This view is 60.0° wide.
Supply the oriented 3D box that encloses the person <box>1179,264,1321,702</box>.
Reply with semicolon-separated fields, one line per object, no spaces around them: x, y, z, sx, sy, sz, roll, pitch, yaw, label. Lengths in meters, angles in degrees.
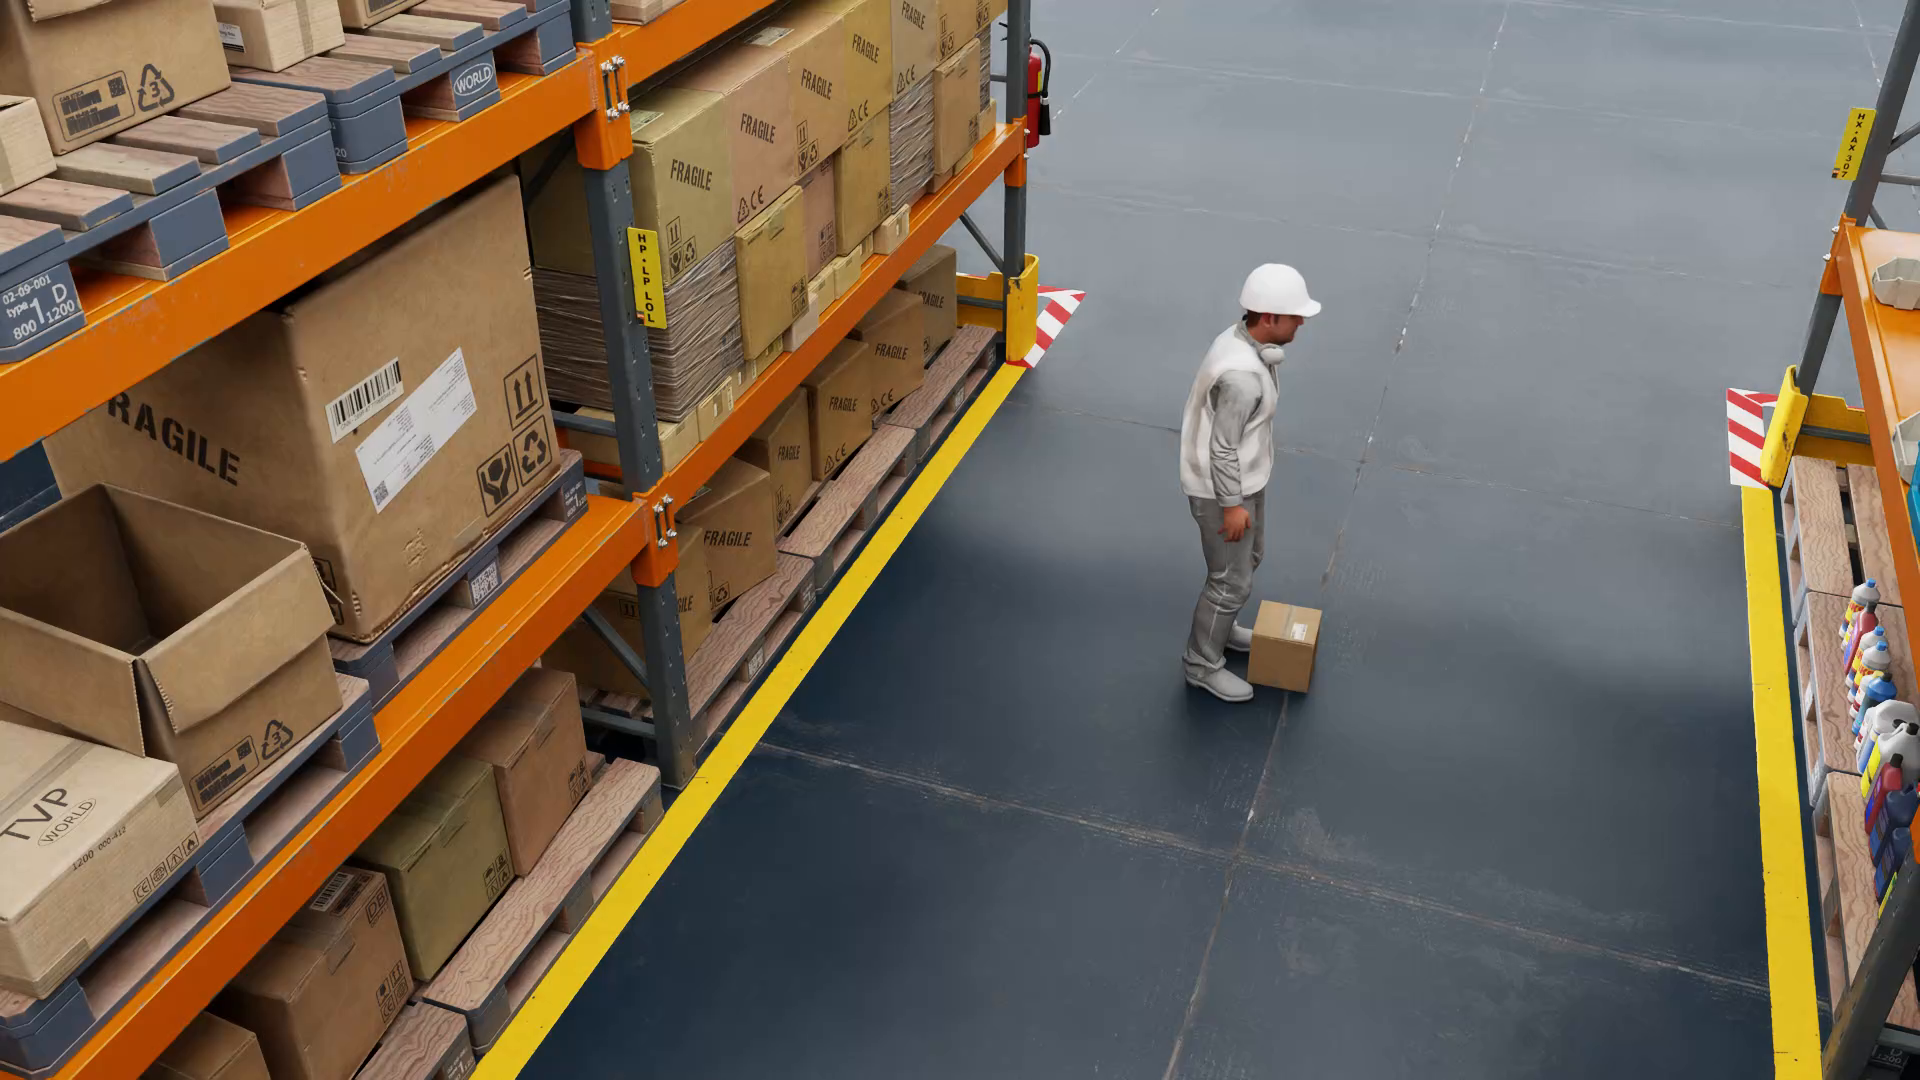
1.084;-0.245;6.494;0.465;1.769;0.582;9;34;14;person
